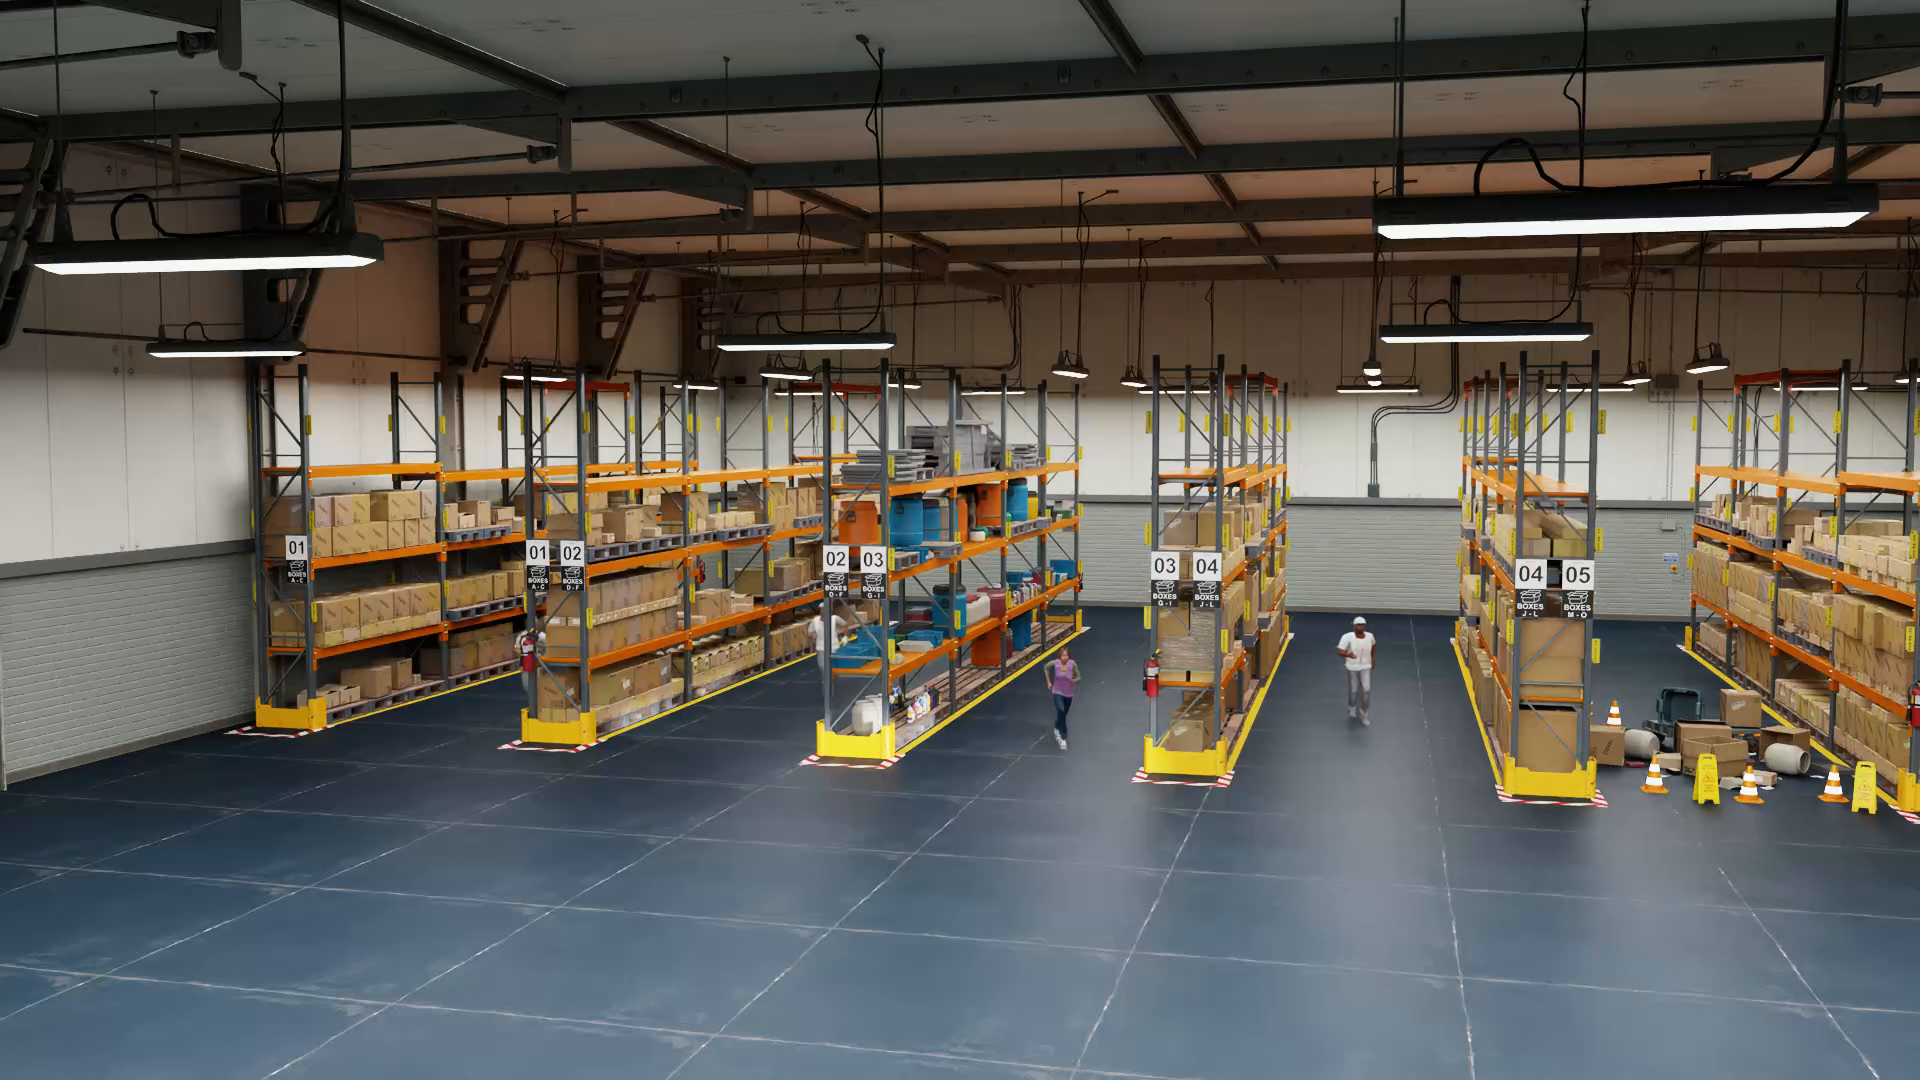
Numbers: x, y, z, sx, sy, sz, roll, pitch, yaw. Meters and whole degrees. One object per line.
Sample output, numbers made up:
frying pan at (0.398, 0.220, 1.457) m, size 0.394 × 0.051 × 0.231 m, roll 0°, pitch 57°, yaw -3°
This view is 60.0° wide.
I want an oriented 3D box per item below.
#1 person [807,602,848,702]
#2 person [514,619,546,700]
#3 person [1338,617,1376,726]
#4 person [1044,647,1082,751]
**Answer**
person at (-2.410, 2.024, 30.290) m, size 0.693 × 1.828 × 0.922 m, roll 1°, pitch 4°, yaw 11°
person at (-7.484, 2.174, 29.015) m, size 0.579 × 1.648 × 0.643 m, roll 0°, pitch 4°, yaw 5°
person at (6.694, 2.190, 28.028) m, size 0.676 × 1.814 × 0.788 m, roll 0°, pitch 4°, yaw 4°
person at (1.590, 2.435, 25.932) m, size 0.536 × 1.595 × 0.886 m, roll -1°, pitch 4°, yaw -10°
